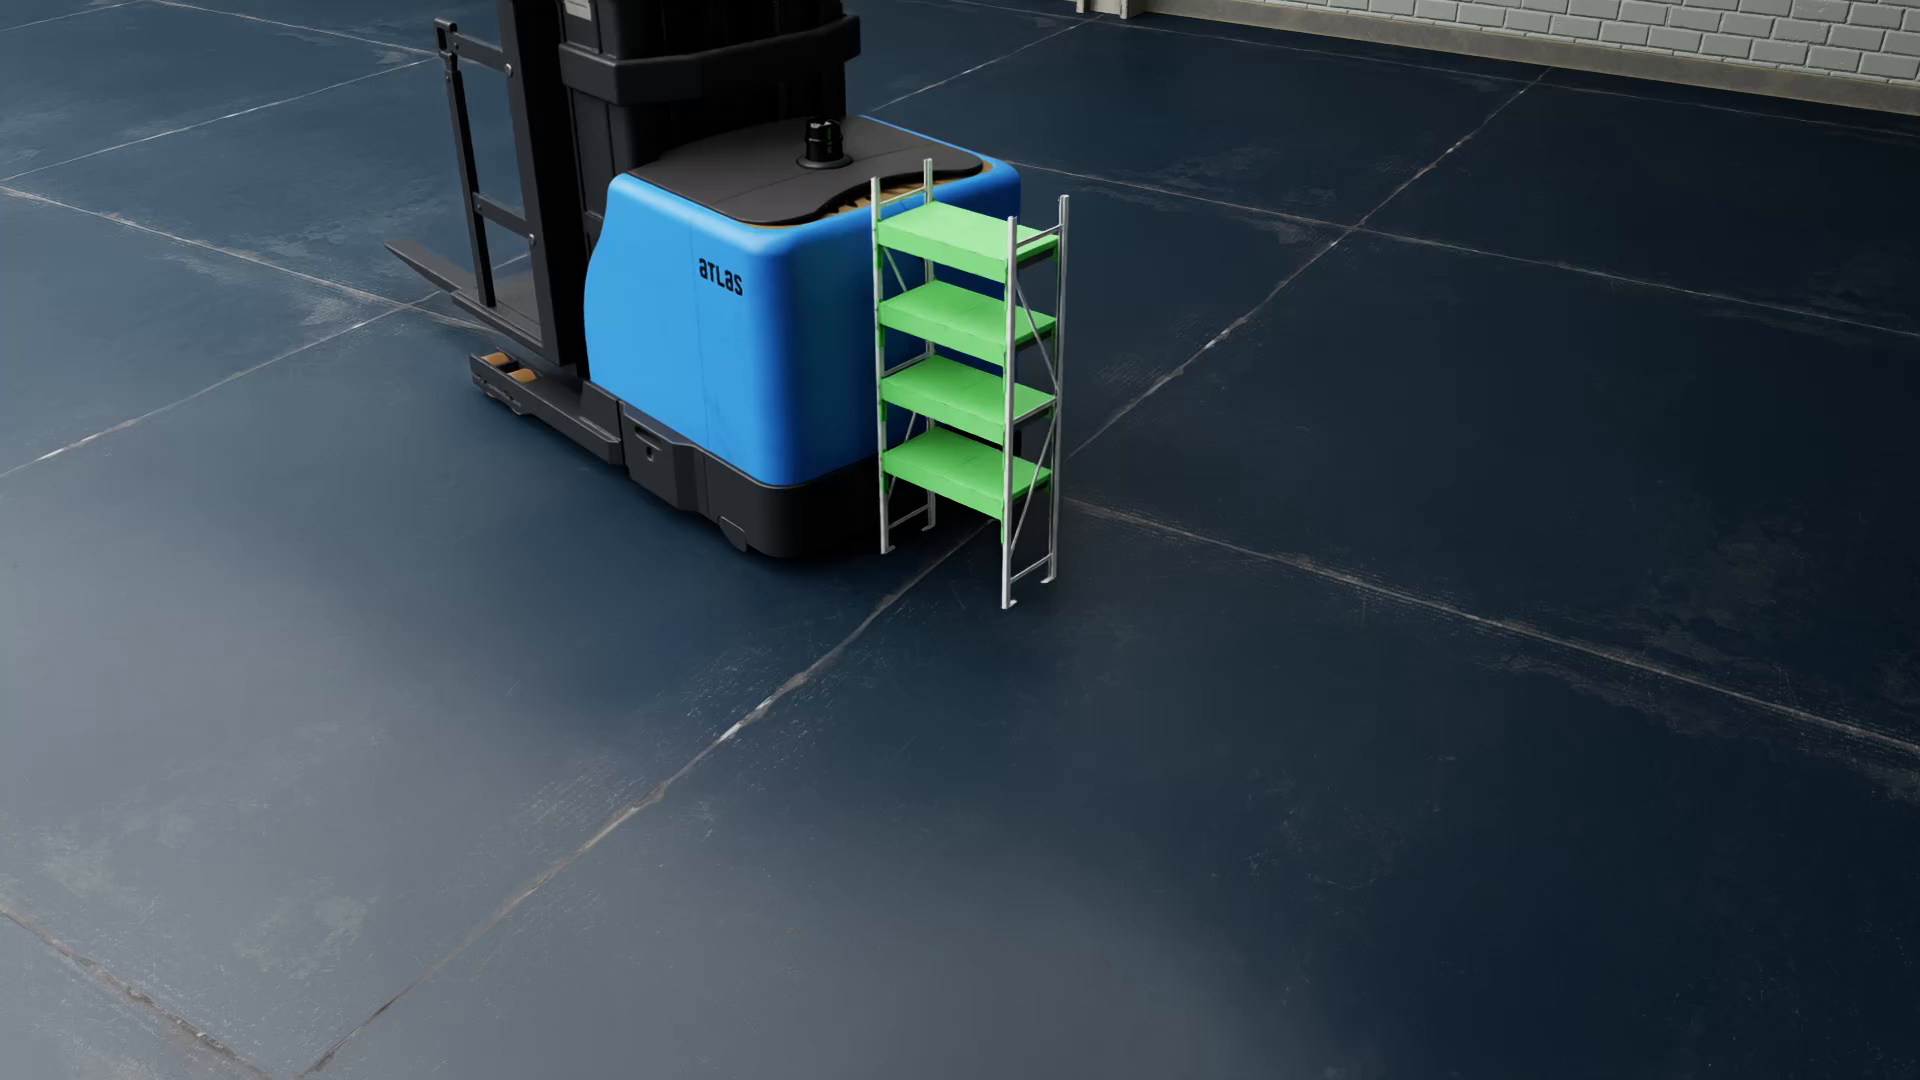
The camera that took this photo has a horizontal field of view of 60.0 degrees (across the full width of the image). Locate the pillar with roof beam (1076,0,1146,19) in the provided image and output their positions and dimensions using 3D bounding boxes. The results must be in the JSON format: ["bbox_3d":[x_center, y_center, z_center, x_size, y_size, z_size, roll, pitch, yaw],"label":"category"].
[{"bbox_3d":[-1.235,-5.722,6.128,0.400,9.000,9.100,18,35,27],"label":"pillar with roof beam"}]

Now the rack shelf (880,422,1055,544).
[{"bbox_3d":[0.023,-0.177,4.966,0.480,0.148,0.258,23,38,34],"label":"rack shelf"}]

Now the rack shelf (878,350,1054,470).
[{"bbox_3d":[0.023,-0.384,4.845,0.480,0.148,0.258,23,38,34],"label":"rack shelf"}]

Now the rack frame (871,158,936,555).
[{"bbox_3d":[-0.162,-0.520,4.950,0.015,1.200,0.240,23,38,34],"label":"rack frame"}]

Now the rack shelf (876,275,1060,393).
[{"bbox_3d":[0.023,-0.592,4.724,0.480,0.148,0.258,23,38,34],"label":"rack shelf"}]

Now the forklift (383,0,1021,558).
[{"bbox_3d":[-1.154,-1.870,5.547,1.130,2.935,3.031,-24,38,-35],"label":"forklift"}]

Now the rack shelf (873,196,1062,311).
[{"bbox_3d":[0.023,-0.799,4.603,0.480,0.148,0.258,23,38,34],"label":"rack shelf"}]

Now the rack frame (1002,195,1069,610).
[{"bbox_3d":[0.208,-0.359,4.675,0.015,1.200,0.240,23,38,34],"label":"rack frame"}]

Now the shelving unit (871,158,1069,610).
[{"bbox_3d":[0.023,-0.439,4.813,0.503,1.200,0.258,23,38,34],"label":"shelving unit"}]
